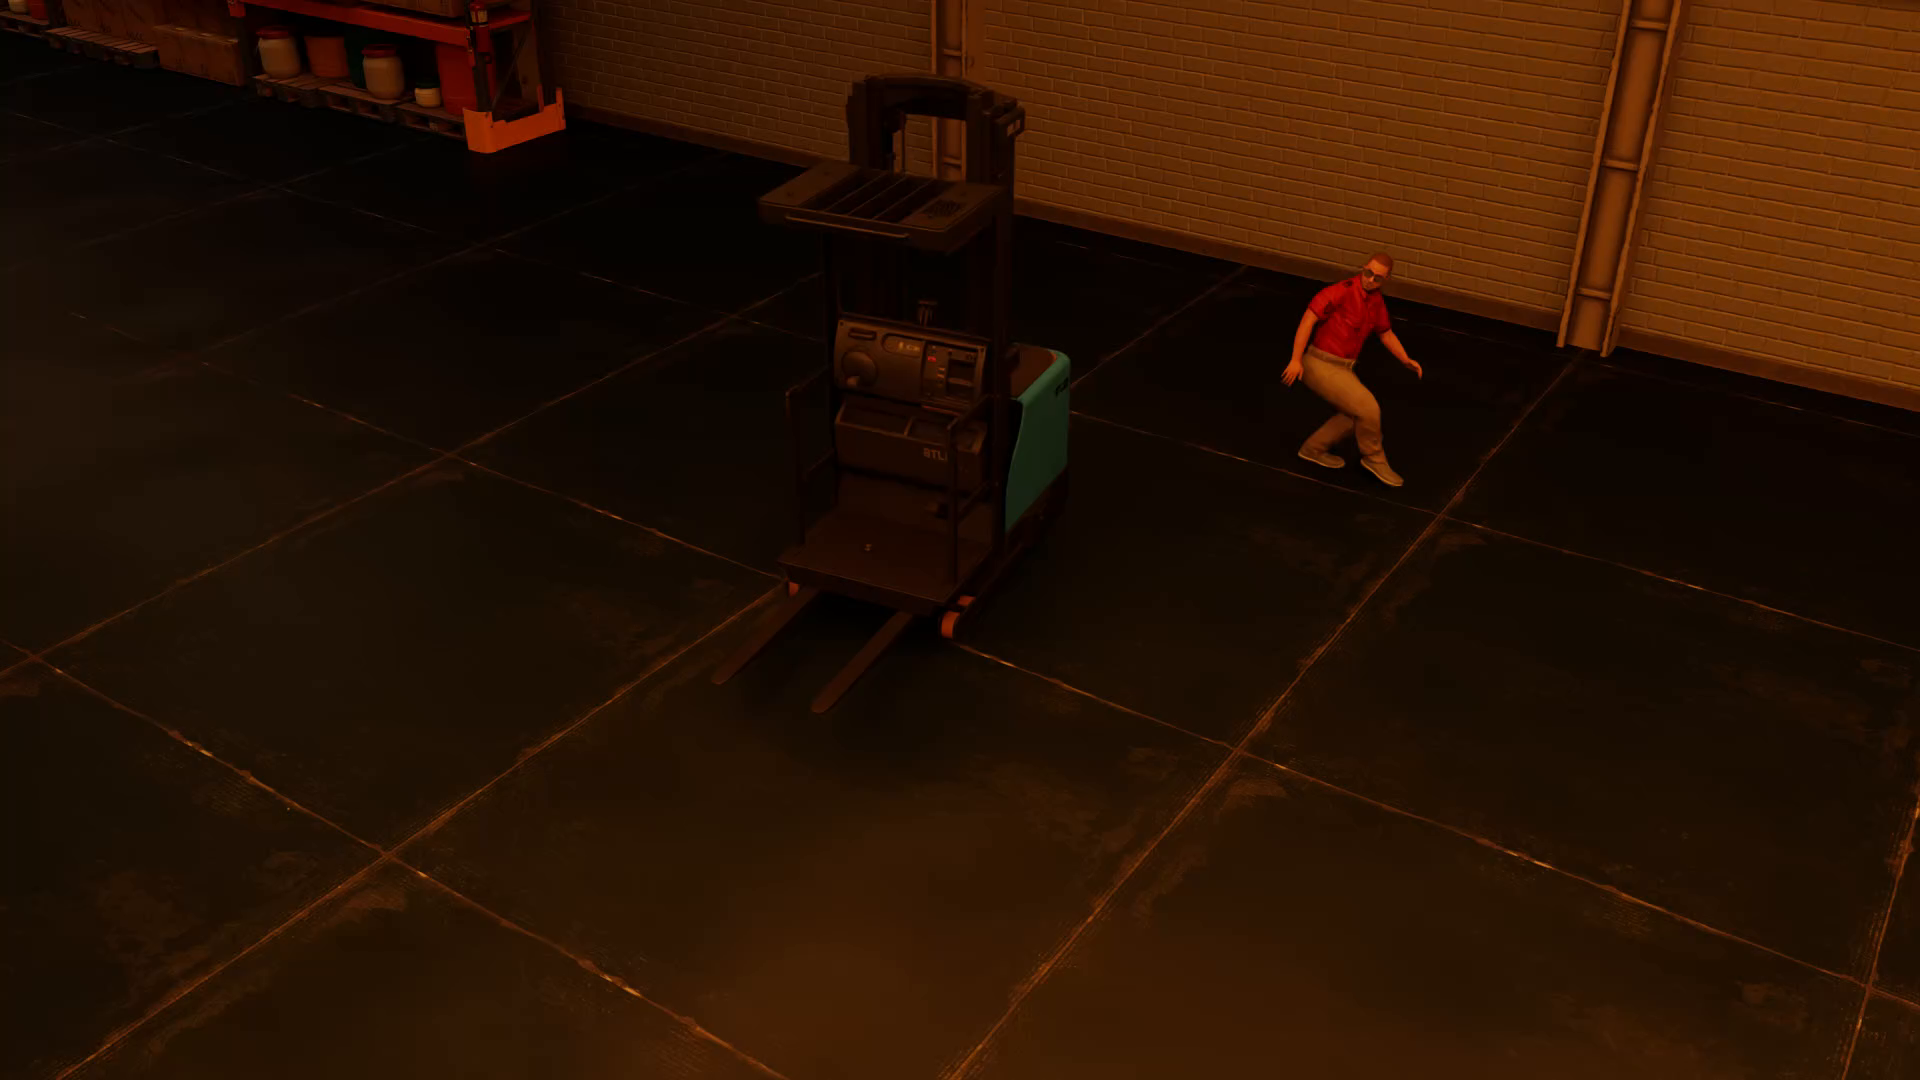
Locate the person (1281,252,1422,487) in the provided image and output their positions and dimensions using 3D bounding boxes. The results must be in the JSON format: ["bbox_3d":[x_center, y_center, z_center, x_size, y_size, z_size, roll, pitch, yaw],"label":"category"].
[{"bbox_3d":[2.597,-1.090,10.852,0.797,1.560,0.774,17,34,27],"label":"person"}]

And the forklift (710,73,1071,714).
[{"bbox_3d":[-0.375,-0.944,9.208,1.130,2.935,3.031,13,33,21],"label":"forklift"}]
